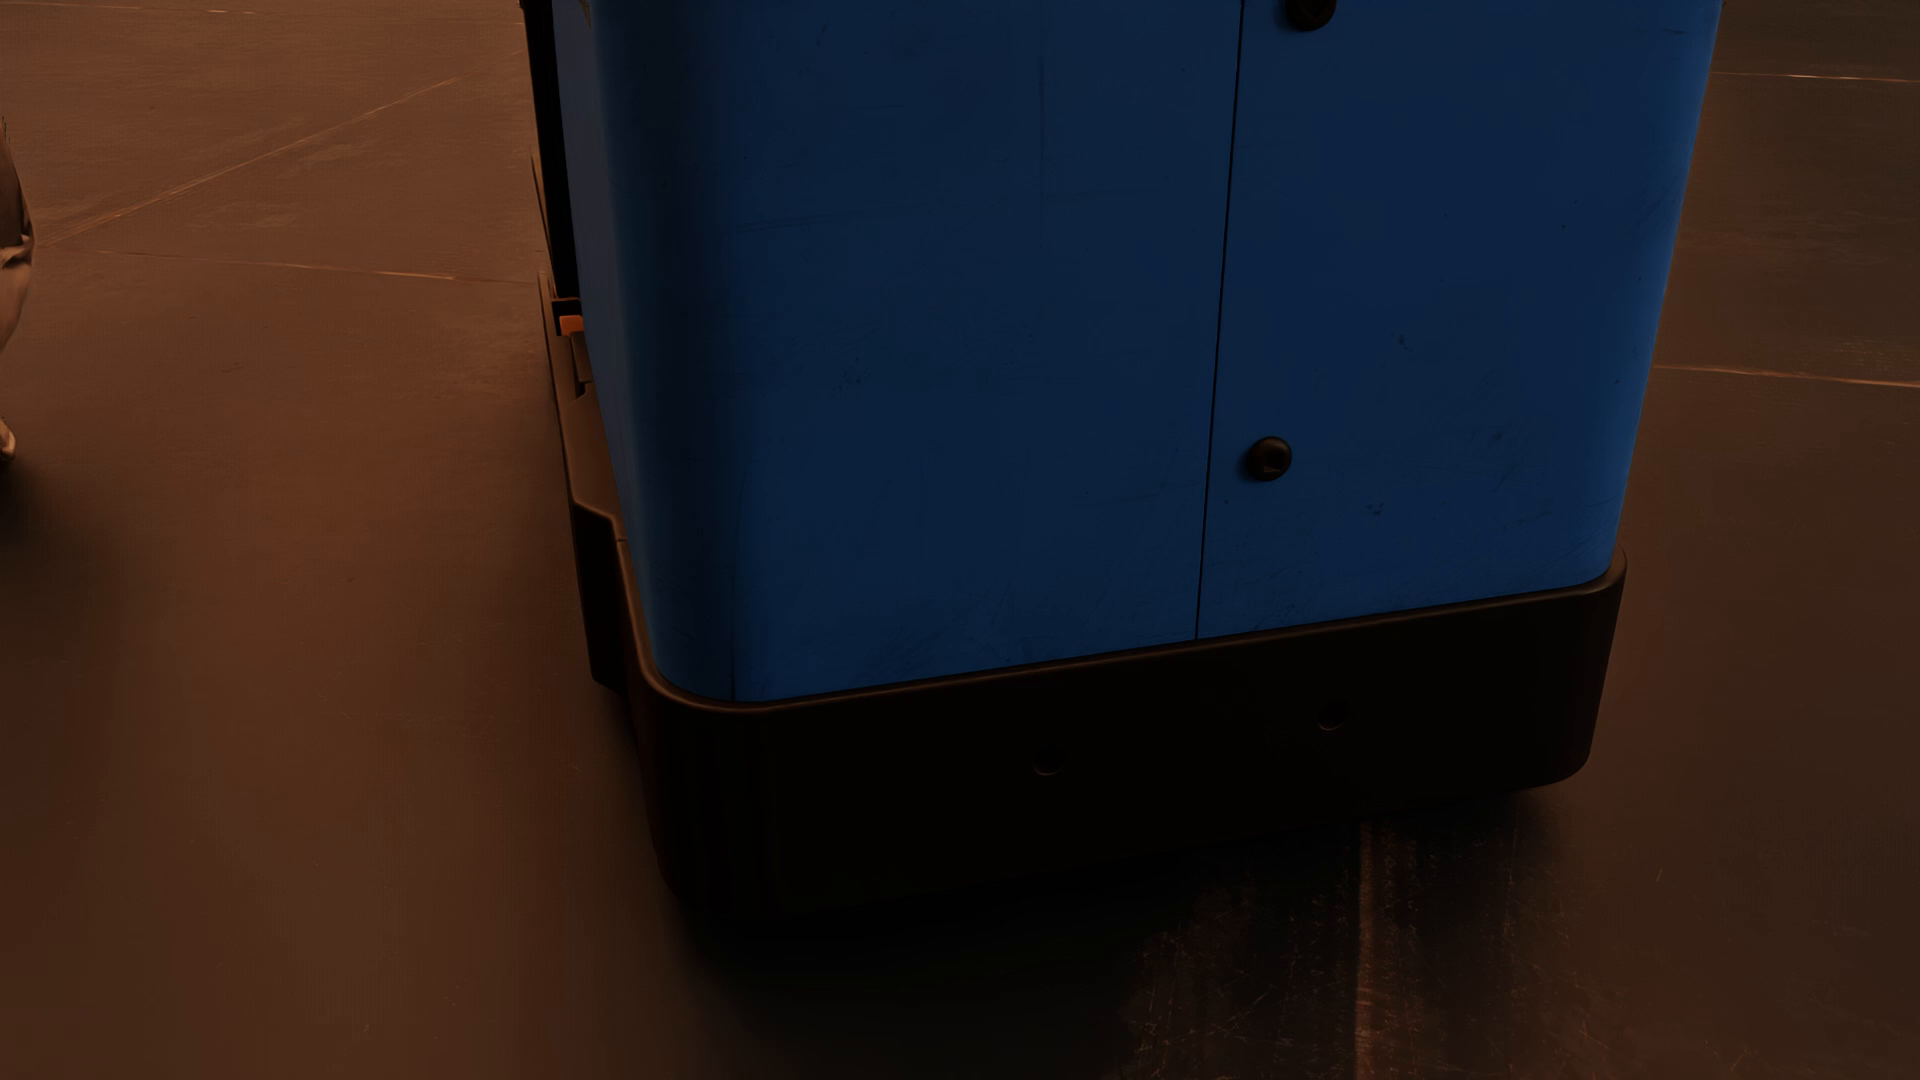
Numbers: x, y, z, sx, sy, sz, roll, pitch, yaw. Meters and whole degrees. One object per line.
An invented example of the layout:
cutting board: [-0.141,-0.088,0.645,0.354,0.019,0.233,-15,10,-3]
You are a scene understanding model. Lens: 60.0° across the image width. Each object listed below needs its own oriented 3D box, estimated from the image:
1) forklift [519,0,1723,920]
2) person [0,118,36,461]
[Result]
forklift: [-0.168,-1.585,2.387,1.130,2.935,3.031,-7,28,-14]
person: [-1.977,-0.781,2.412,1.014,1.517,0.826,-18,32,-31]
